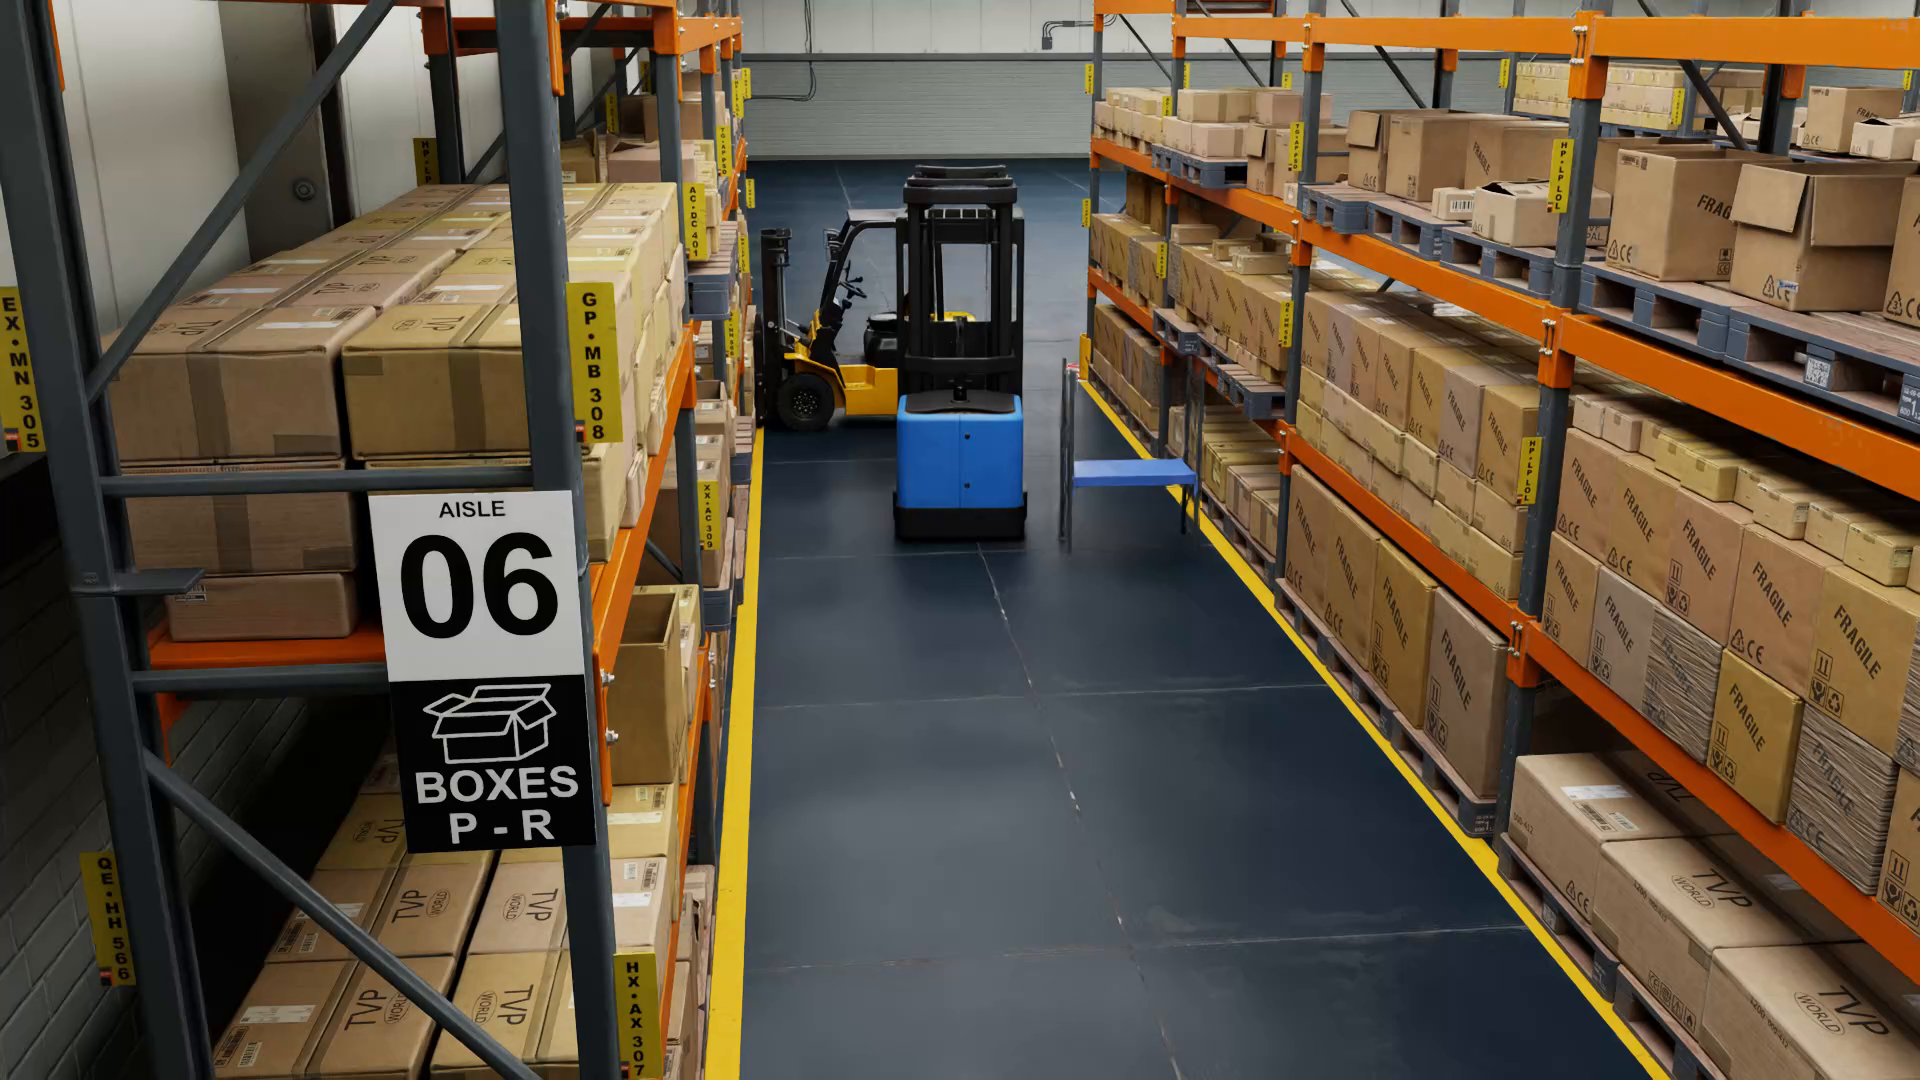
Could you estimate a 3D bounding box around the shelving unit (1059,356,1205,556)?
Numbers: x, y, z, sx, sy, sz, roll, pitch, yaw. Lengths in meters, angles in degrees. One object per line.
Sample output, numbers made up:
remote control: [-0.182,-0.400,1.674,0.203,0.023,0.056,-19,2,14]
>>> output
shelving unit: [1.361,-0.676,13.328,1.048,1.500,0.538,-1,17,-5]

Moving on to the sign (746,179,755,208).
sign: [-2.382,-3.933,18.867,0.100,0.325,0.005,-2,18,-6]

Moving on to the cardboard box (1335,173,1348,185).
cardboard box: [2.949,-2.568,12.065,0.396,0.266,0.258,-2,18,-6]

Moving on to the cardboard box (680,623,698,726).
cardboard box: [-1.324,0.543,6.693,0.500,0.250,0.500,-2,18,-5]

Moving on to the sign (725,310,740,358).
sign: [-1.560,-1.405,11.345,0.100,0.325,0.005,-2,18,-6]

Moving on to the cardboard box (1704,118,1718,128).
cardboard box: [7.611,-4.156,16.450,0.380,0.149,0.250,-2,18,-5]

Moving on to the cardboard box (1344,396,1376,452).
cardboard box: [2.736,-0.731,10.414,0.500,0.250,0.500,-2,18,-6]

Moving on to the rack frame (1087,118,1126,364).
rack frame: [2.013,-3.409,19.528,1.000,3.000,0.127,-2,18,-6]

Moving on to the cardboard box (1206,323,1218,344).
cardboard box: [2.275,-1.734,13.912,0.380,0.149,0.250,-1,17,-4]

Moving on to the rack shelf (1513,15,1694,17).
rack shelf: [7.133,-5.324,17.482,1.077,0.370,4.000,-2,18,-6]

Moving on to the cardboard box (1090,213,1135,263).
cardboard box: [1.786,-3.449,18.992,0.500,0.500,0.500,-2,18,-6]

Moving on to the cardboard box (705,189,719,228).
cardboard box: [-1.280,-1.483,7.441,0.380,0.149,0.250,-1,17,-4]

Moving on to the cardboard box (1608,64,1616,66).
cardboard box: [7.378,-5.214,18.490,0.380,0.149,0.250,-1,17,-5]

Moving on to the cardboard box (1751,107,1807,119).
cardboard box: [7.571,-3.803,15.156,0.500,0.250,0.500,-2,17,-5]

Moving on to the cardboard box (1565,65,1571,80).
cardboard box: [6.774,-5.044,17.948,0.380,0.149,0.250,-2,18,-6]

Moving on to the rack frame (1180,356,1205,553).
rack frame: [1.867,-0.689,13.369,0.032,1.500,0.500,-1,17,-5]

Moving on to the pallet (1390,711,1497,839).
pallet: [3.096,1.269,9.283,1.003,0.211,1.213,-2,18,-6]

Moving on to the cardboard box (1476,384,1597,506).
cardboard box: [2.955,-0.484,8.375,0.500,0.500,0.500,-1,17,-4]

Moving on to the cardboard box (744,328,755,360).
cardboard box: [-2.401,-2.039,17.386,0.500,0.250,0.500,-2,18,-7]

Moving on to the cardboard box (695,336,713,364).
cardboard box: [-1.838,-1.332,11.664,0.380,0.149,0.250,-1,17,-4]

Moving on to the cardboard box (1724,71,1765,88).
cardboard box: [7.640,-4.459,16.085,0.380,0.149,0.250,-2,18,-5]

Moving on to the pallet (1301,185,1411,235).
pallet: [2.958,-2.176,10.909,1.213,0.211,1.003,-1,17,-3]

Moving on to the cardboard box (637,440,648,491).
cardboard box: [-1.095,-0.211,4.752,0.380,0.149,0.250,-2,18,-6]

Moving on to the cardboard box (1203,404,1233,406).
cardboard box: [2.634,-1.290,16.668,0.500,0.250,0.500,-3,18,-8]

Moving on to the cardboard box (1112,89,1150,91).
cardboard box: [1.889,-4.914,18.402,0.380,0.149,0.250,-2,18,-6]

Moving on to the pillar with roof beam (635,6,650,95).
pillar with roof beam: [-0.085,-7.802,23.506,9.100,9.000,0.400,-2,18,-6]

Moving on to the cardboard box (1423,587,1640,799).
cardboard box: [3.107,0.797,8.976,0.875,0.875,0.875,-1,17,-4]

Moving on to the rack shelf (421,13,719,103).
rack shelf: [-1.892,-2.604,8.815,1.077,0.370,4.000,-2,18,-6]

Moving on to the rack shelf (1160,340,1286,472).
rack shelf: [2.632,-1.278,13.942,1.077,0.370,4.000,-2,18,-6]

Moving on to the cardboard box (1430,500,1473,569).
cardboard box: [2.903,-0.040,9.047,0.500,0.250,0.500,-2,18,-6]

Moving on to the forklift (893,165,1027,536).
forklift: [0.001,-1.813,14.558,1.130,2.935,3.031,0,17,0]

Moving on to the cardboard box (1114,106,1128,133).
cardboard box: [1.920,-4.449,17.587,0.500,0.250,0.500,-1,17,-4]

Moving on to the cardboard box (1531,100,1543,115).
cardboard box: [6.695,-4.889,18.785,0.380,0.149,0.250,-2,18,-5]

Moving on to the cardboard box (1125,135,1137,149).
cardboard box: [1.929,-4.149,17.298,0.380,0.149,0.250,-2,18,-7]

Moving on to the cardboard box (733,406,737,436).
cardboard box: [-1.649,-0.768,10.833,0.380,0.149,0.250,-1,17,-5]

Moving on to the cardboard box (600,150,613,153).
cardboard box: [-2.236,-2.216,9.809,0.380,0.149,0.250,-1,17,-4]

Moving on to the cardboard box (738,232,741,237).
cardboard box: [-2.325,-2.897,16.150,0.380,0.149,0.250,-1,17,-4]

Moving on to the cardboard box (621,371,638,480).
cardboard box: [-1.120,-0.281,4.309,0.500,0.250,0.500,-1,17,-5]

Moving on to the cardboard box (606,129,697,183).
cardboard box: [-1.370,-1.679,7.372,0.396,0.266,0.258,-2,18,-6]

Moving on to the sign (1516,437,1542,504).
sign: [2.712,-0.329,7.916,0.100,0.325,0.005,-2,18,-6]

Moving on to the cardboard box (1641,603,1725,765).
cardboard box: [3.132,0.565,6.704,0.500,0.500,0.500,-2,18,-5]

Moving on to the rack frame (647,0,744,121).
rack frame: [-2.924,-6.117,18.138,1.000,3.000,0.127,-2,18,-6]

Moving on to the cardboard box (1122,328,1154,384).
cardboard box: [1.990,-1.935,17.470,0.500,0.500,0.500,-1,17,-3]

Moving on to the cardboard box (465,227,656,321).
cardboard box: [-1.231,-0.821,5.194,0.500,0.250,0.500,-1,17,-4]

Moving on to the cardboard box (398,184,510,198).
cardboard box: [-1.918,-1.263,6.604,0.500,0.250,0.500,-2,18,-6]

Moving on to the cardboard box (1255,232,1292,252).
cardboard box: [2.782,-2.581,14.444,0.380,0.149,0.250,-2,18,-7]

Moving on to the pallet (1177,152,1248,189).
pallet: [2.494,-3.063,13.731,1.213,0.211,1.003,-2,18,-6]

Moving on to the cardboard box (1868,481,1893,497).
cardboard box: [3.668,-0.203,6.398,0.380,0.149,0.250,-2,18,-7]

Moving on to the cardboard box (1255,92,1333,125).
cardboard box: [2.740,-3.544,13.664,0.500,0.250,0.500,-1,17,-5]

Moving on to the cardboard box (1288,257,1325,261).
cardboard box: [2.801,-2.175,14.233,0.500,0.500,0.500,-1,17,-4]

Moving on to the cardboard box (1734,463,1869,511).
cardboard box: [3.207,-0.187,6.346,0.380,0.149,0.250,-2,18,-6]

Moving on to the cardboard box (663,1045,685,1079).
cardboard box: [-1.292,2.064,5.569,0.700,0.500,0.500,-1,17,-3]
